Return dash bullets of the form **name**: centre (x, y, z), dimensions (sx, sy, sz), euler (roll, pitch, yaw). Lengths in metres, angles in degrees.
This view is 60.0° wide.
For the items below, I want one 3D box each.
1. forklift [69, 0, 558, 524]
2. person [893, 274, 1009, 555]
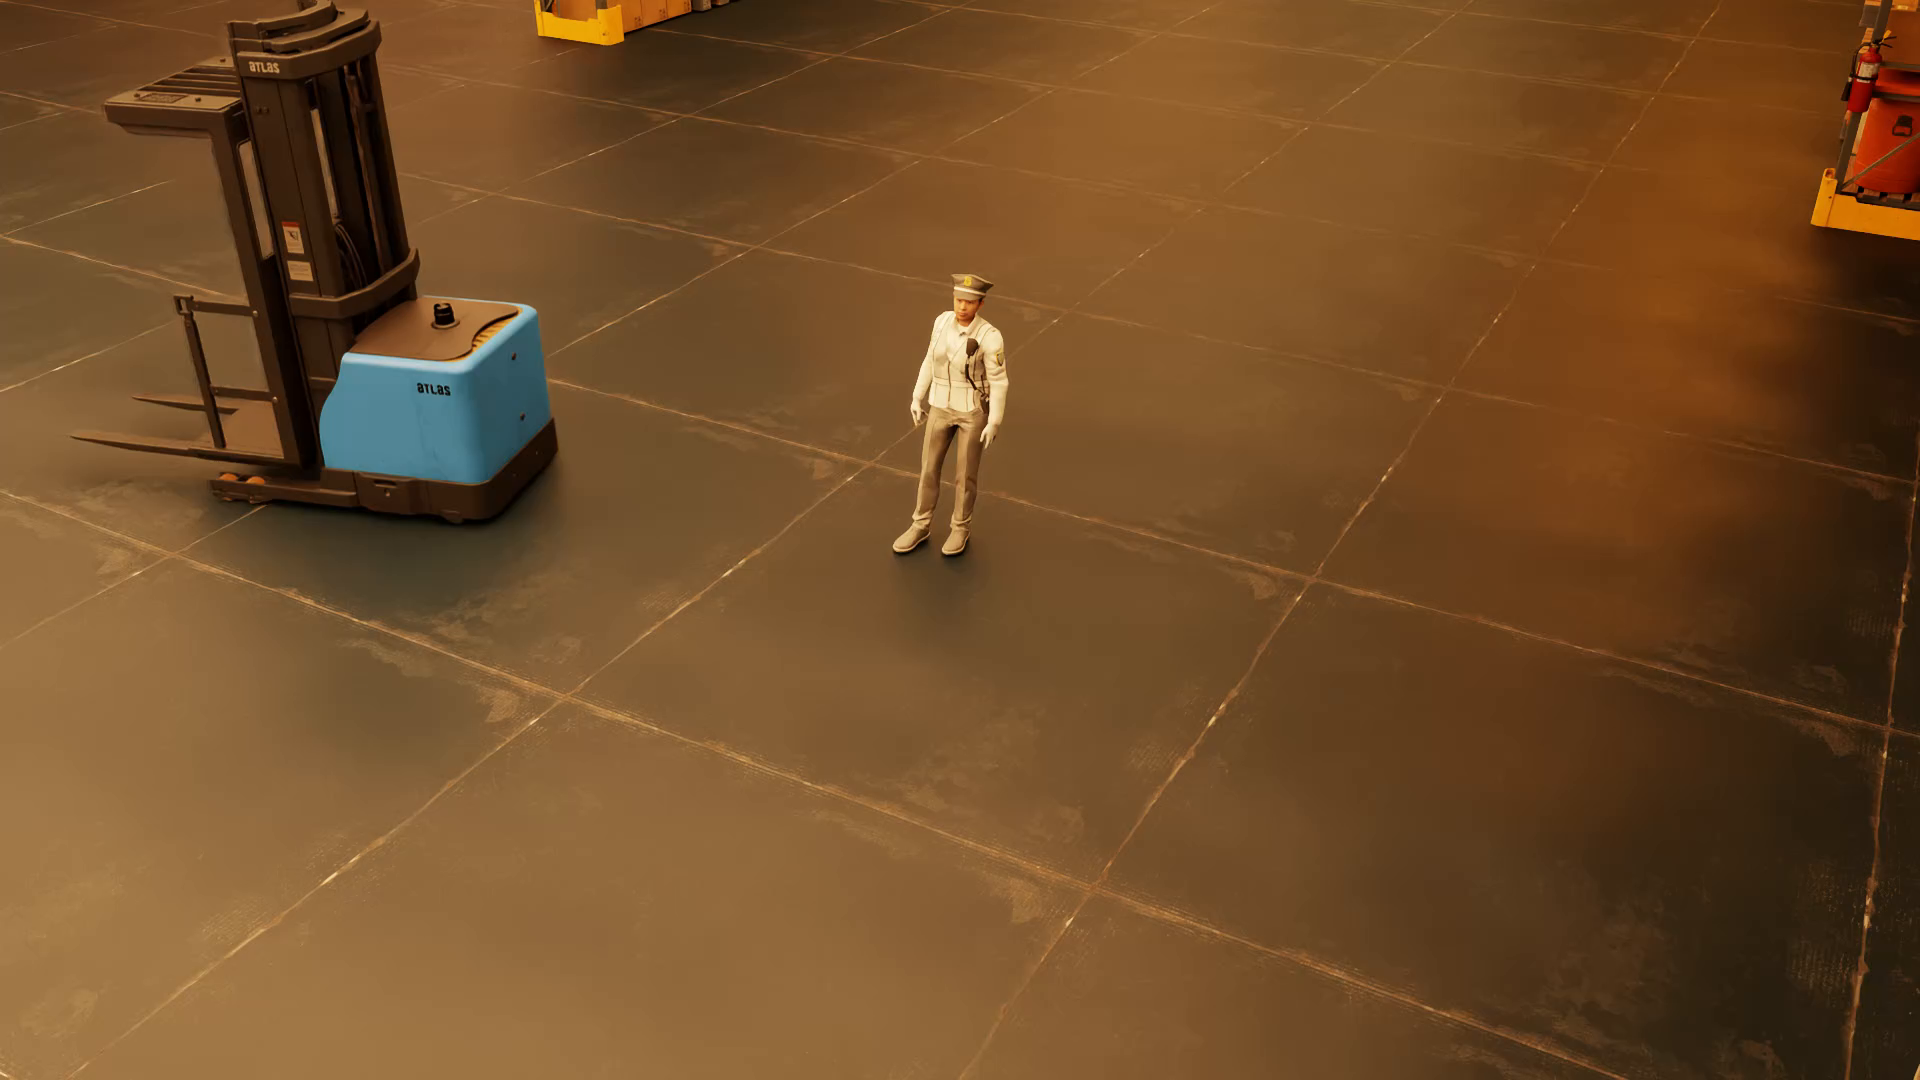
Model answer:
- **forklift**: centre (-4.200, -1.743, 10.092), dimensions (3.031, 2.935, 1.130), euler (7, 31, 11)
- **person**: centre (-0.040, -0.712, 9.526), dimensions (0.586, 1.694, 0.530), euler (15, 33, 25)
